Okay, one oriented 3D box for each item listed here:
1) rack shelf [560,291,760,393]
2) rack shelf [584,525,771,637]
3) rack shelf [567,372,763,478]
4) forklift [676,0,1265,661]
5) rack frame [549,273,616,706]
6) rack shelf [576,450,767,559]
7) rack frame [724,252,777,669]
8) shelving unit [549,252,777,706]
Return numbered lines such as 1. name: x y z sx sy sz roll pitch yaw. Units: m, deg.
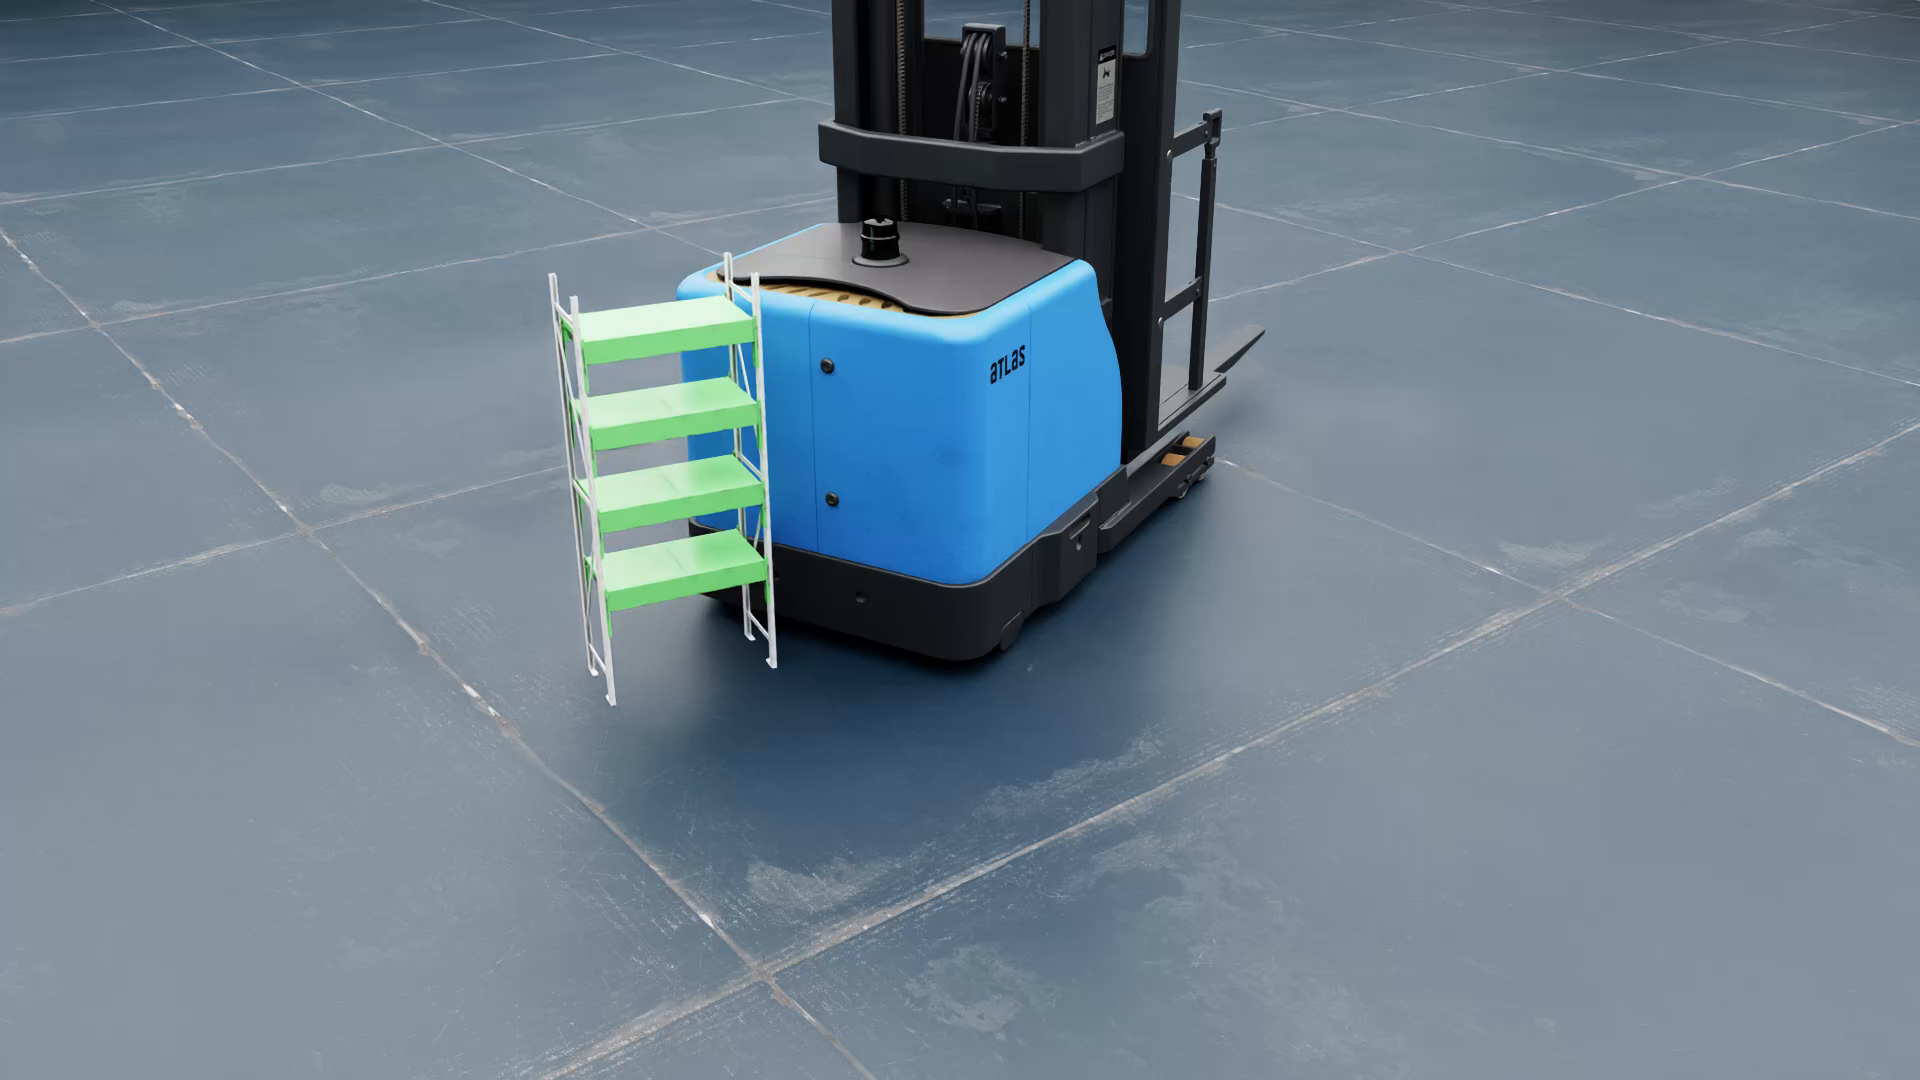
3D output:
1. rack shelf: -0.814 -0.540 4.495 0.480 0.148 0.258 -12 28 -24
2. rack shelf: -0.819 0.112 4.801 0.480 0.148 0.258 -12 28 -24
3. rack shelf: -0.816 -0.322 4.597 0.480 0.148 0.258 -12 28 -24
4. forklift: 0.303 -1.562 5.634 1.130 2.935 3.031 13 28 26
5. rack frame: -1.035 -0.118 4.572 0.015 1.200 0.240 -12 28 -24
6. rack shelf: -0.817 -0.105 4.699 0.480 0.148 0.258 -12 28 -24
7. rack frame: -0.599 -0.208 4.771 0.015 1.200 0.240 -12 28 -24
8. shelving unit: -0.817 -0.163 4.672 0.503 1.200 0.258 -12 28 -24
